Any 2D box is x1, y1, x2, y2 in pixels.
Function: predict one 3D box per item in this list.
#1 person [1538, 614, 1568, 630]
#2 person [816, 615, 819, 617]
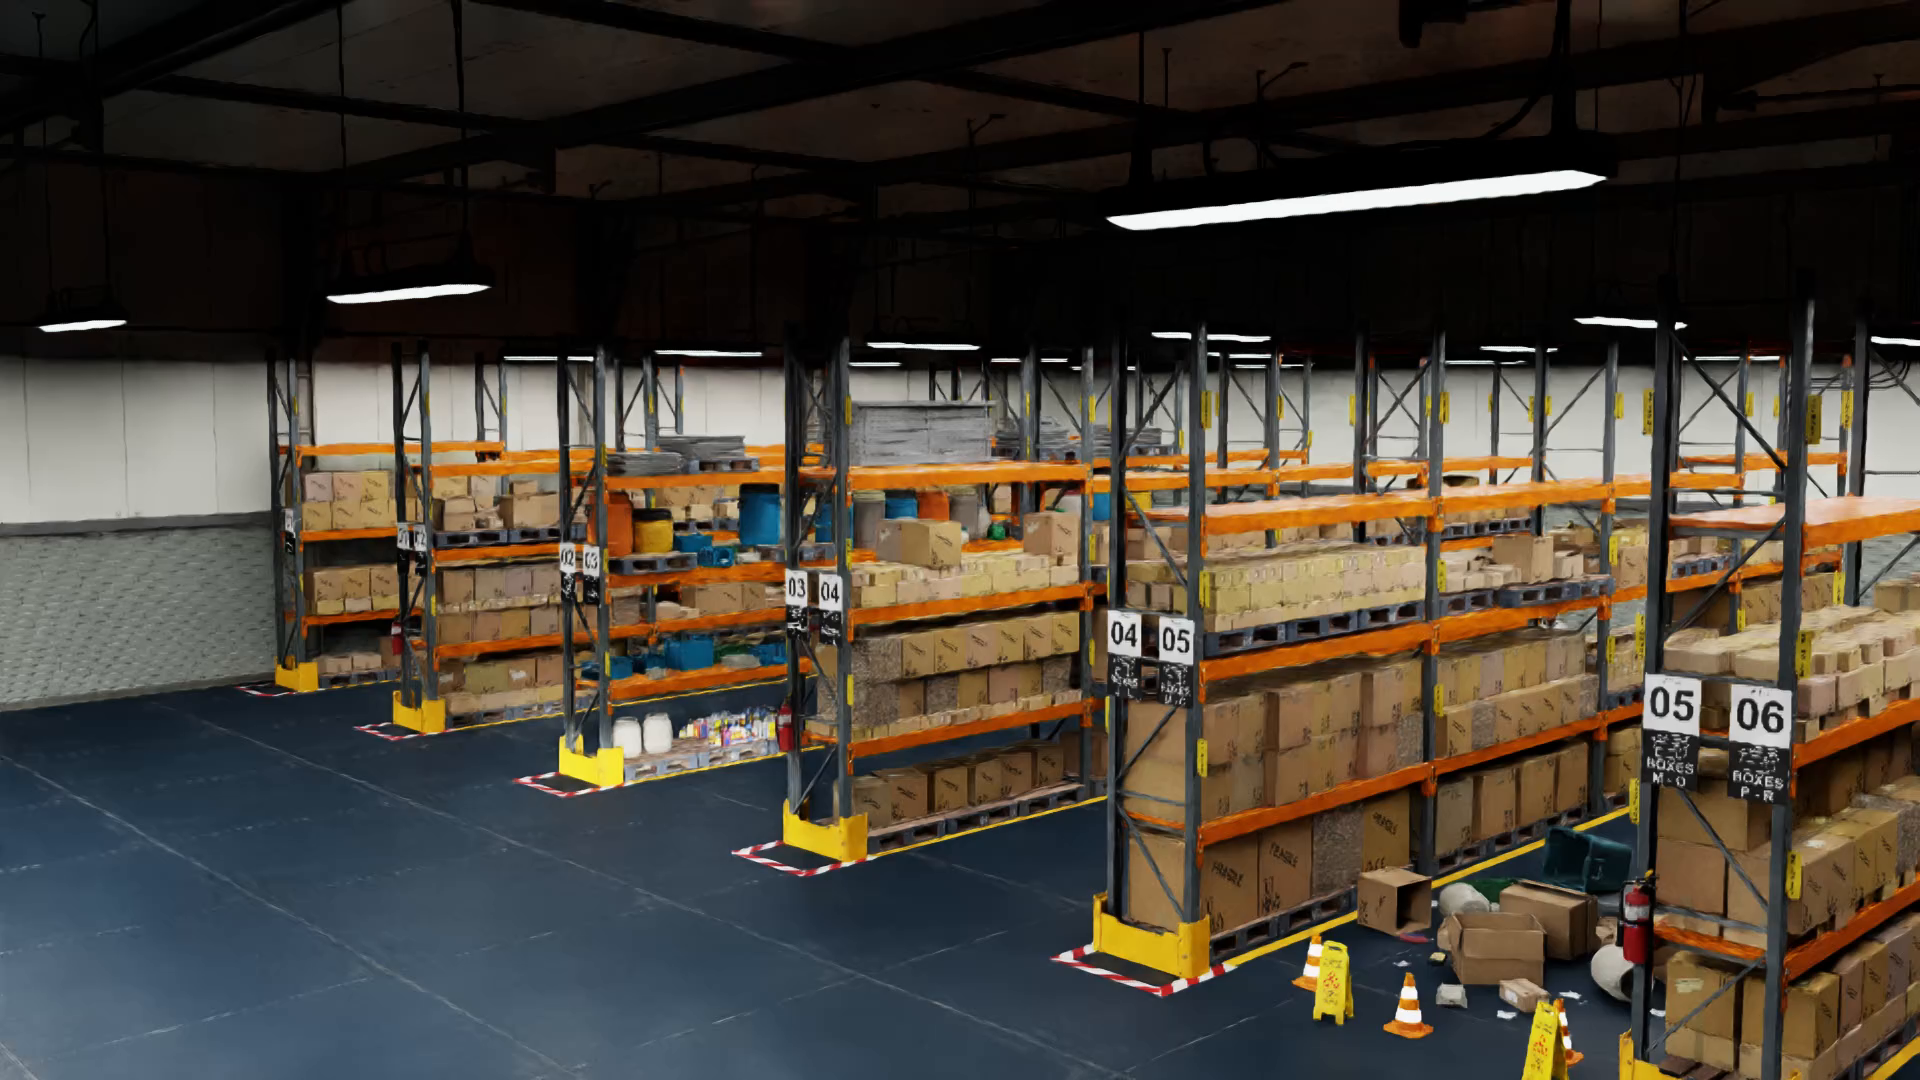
[{"bbox_3d":[9.870,1.905,27.767,1.115,1.700,0.543,-4,7,-42],"label":"person"},{"bbox_3d":[-2.810,1.337,34.787,0.989,1.625,0.463,-5,7,-45],"label":"person"}]
